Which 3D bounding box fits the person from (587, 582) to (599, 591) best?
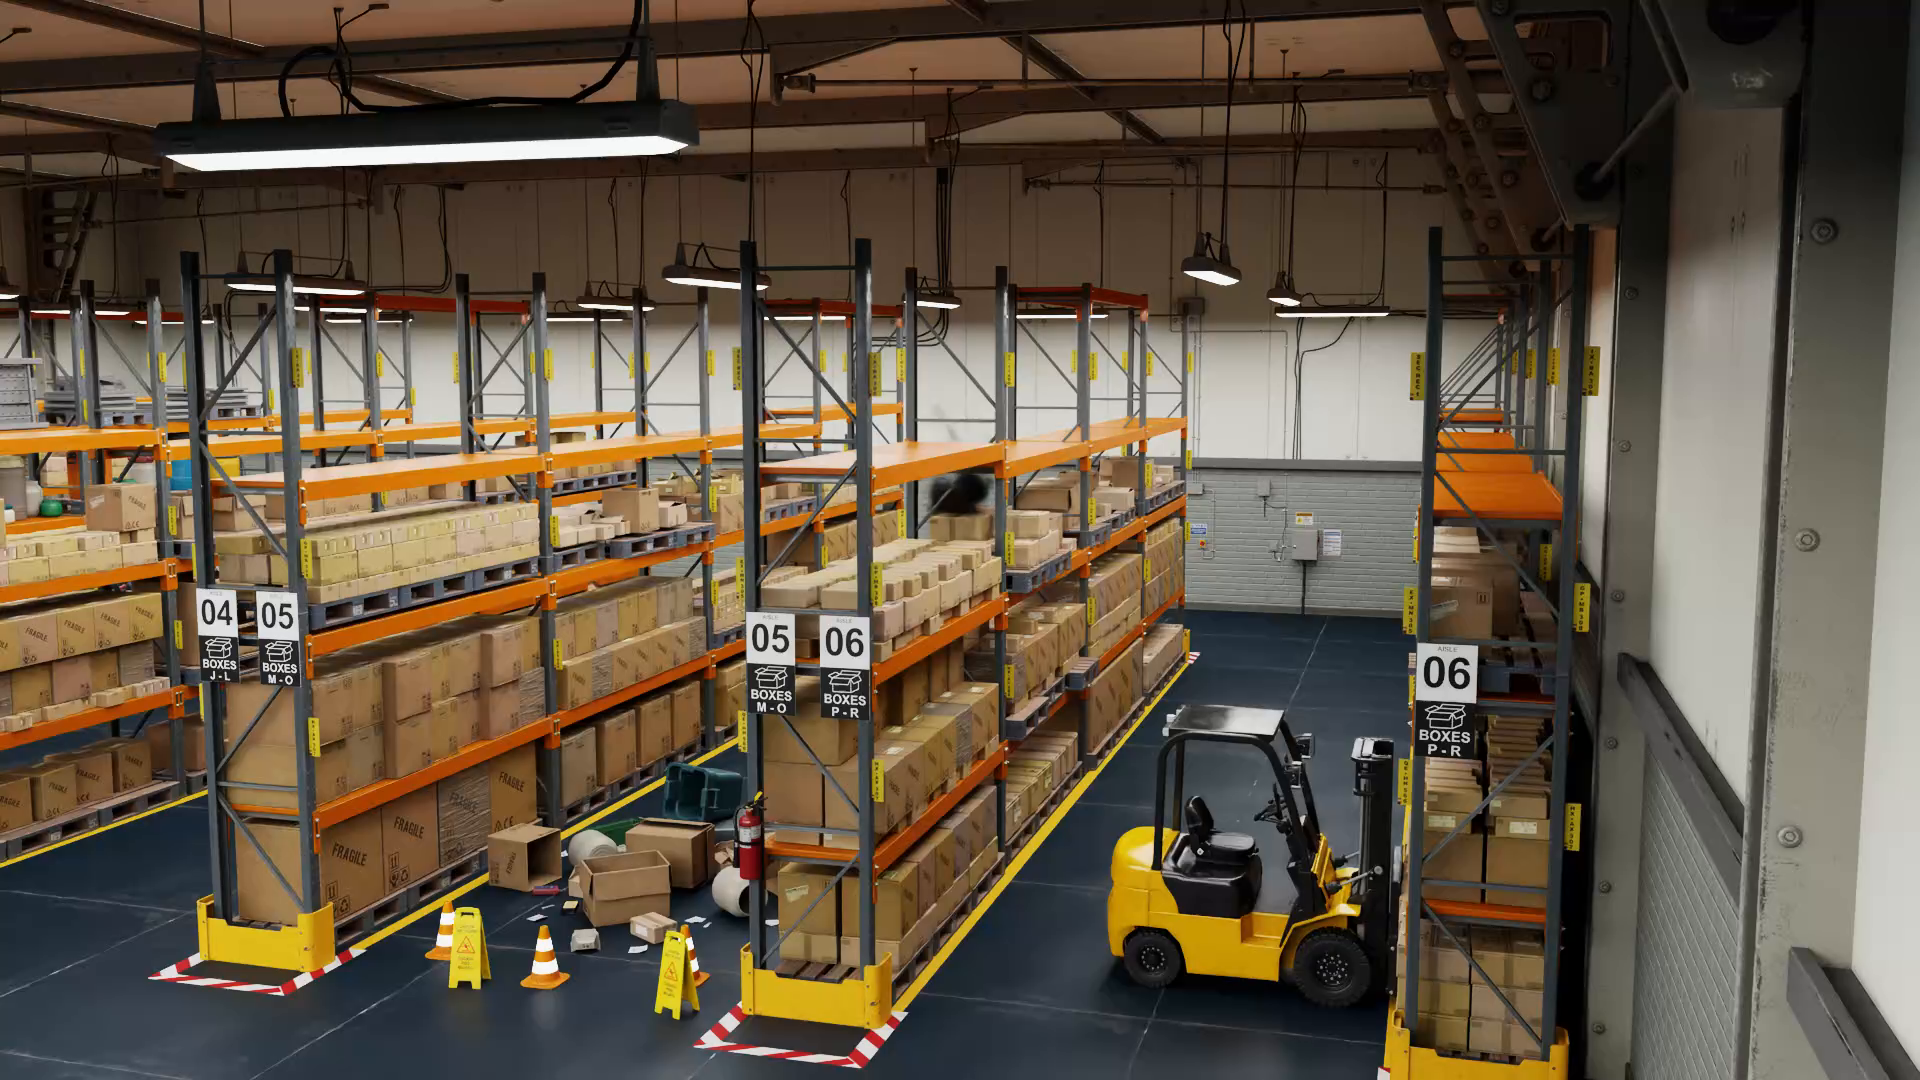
[{"bbox_3d":[-5.713,1.458,25.997,0.565,1.629,0.633,1,6,7],"label":"person"}]
